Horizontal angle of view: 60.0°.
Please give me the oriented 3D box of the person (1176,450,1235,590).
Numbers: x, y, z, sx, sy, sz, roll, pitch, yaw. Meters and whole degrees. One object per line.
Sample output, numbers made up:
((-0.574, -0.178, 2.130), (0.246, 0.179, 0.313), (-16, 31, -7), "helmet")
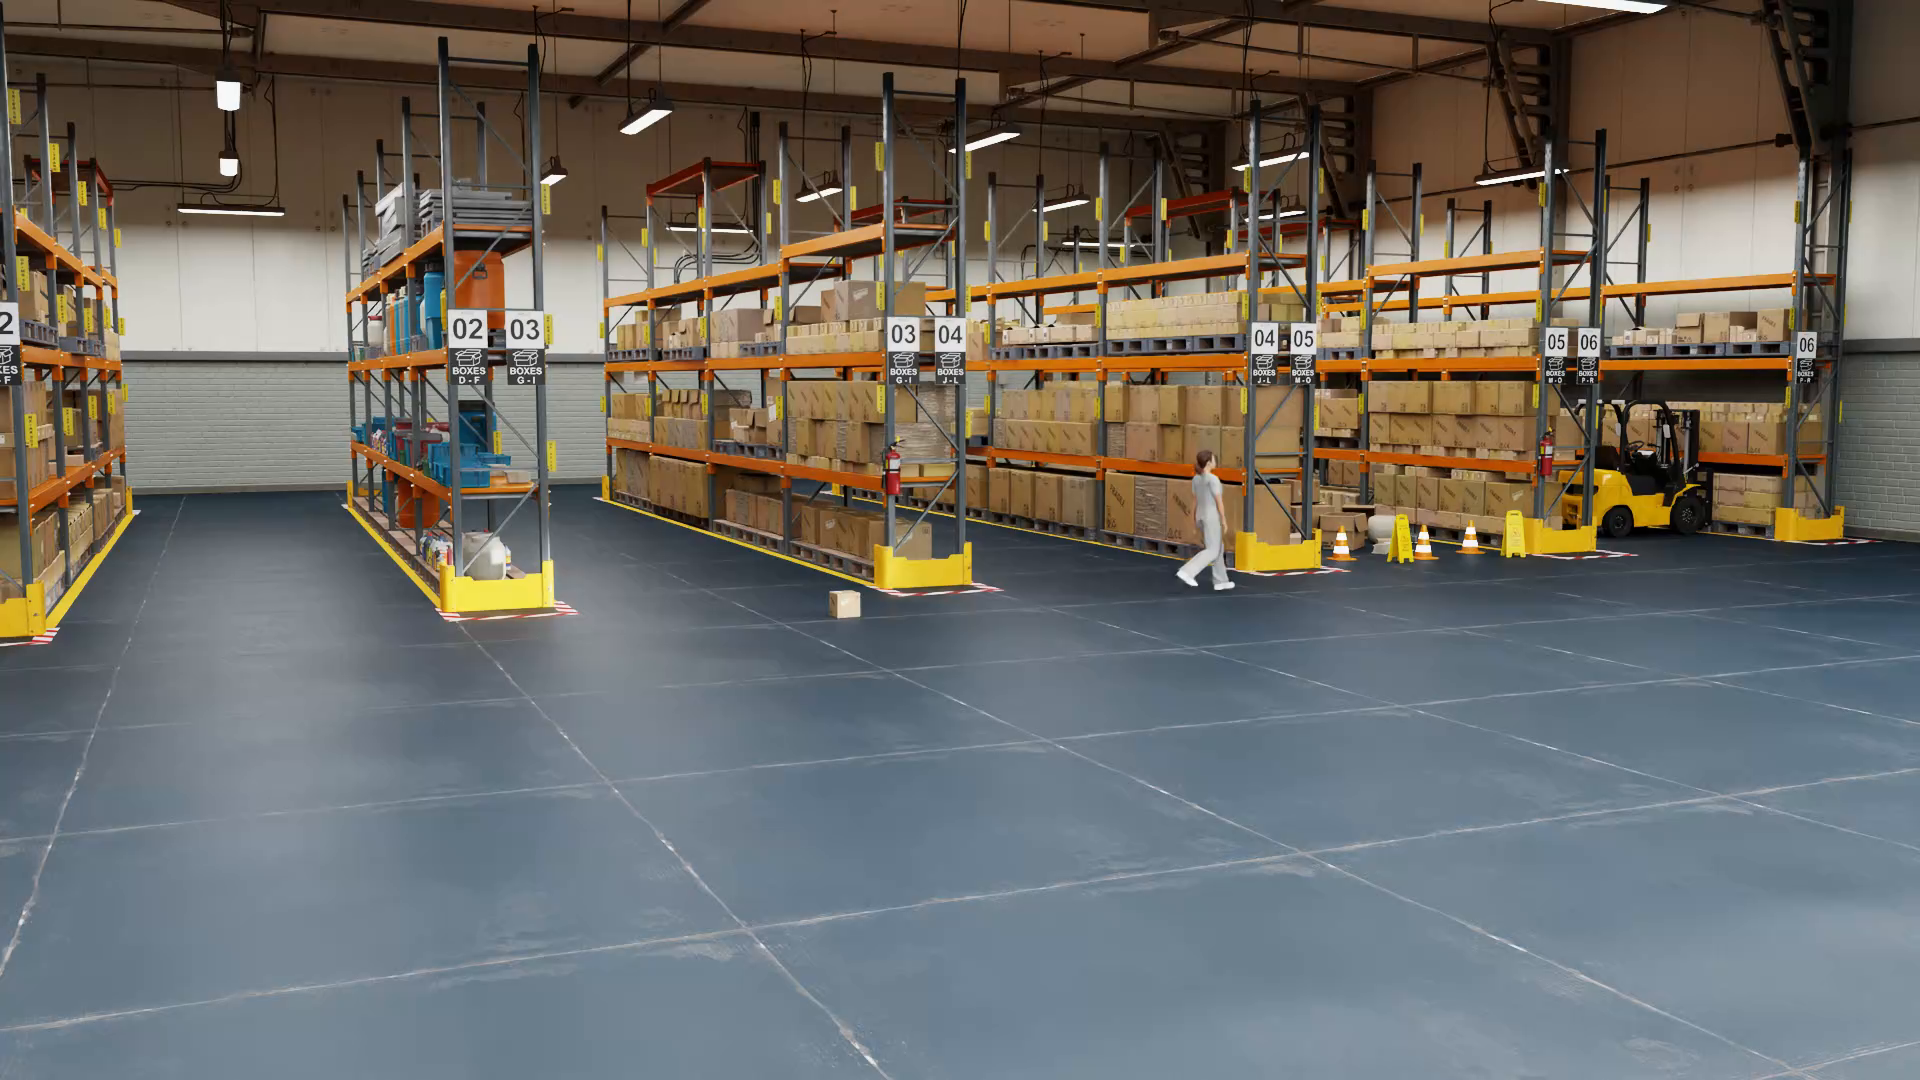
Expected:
((2.861, -0.218, 19.239), (0.898, 1.631, 0.451), (-3, 6, -27), "person")
